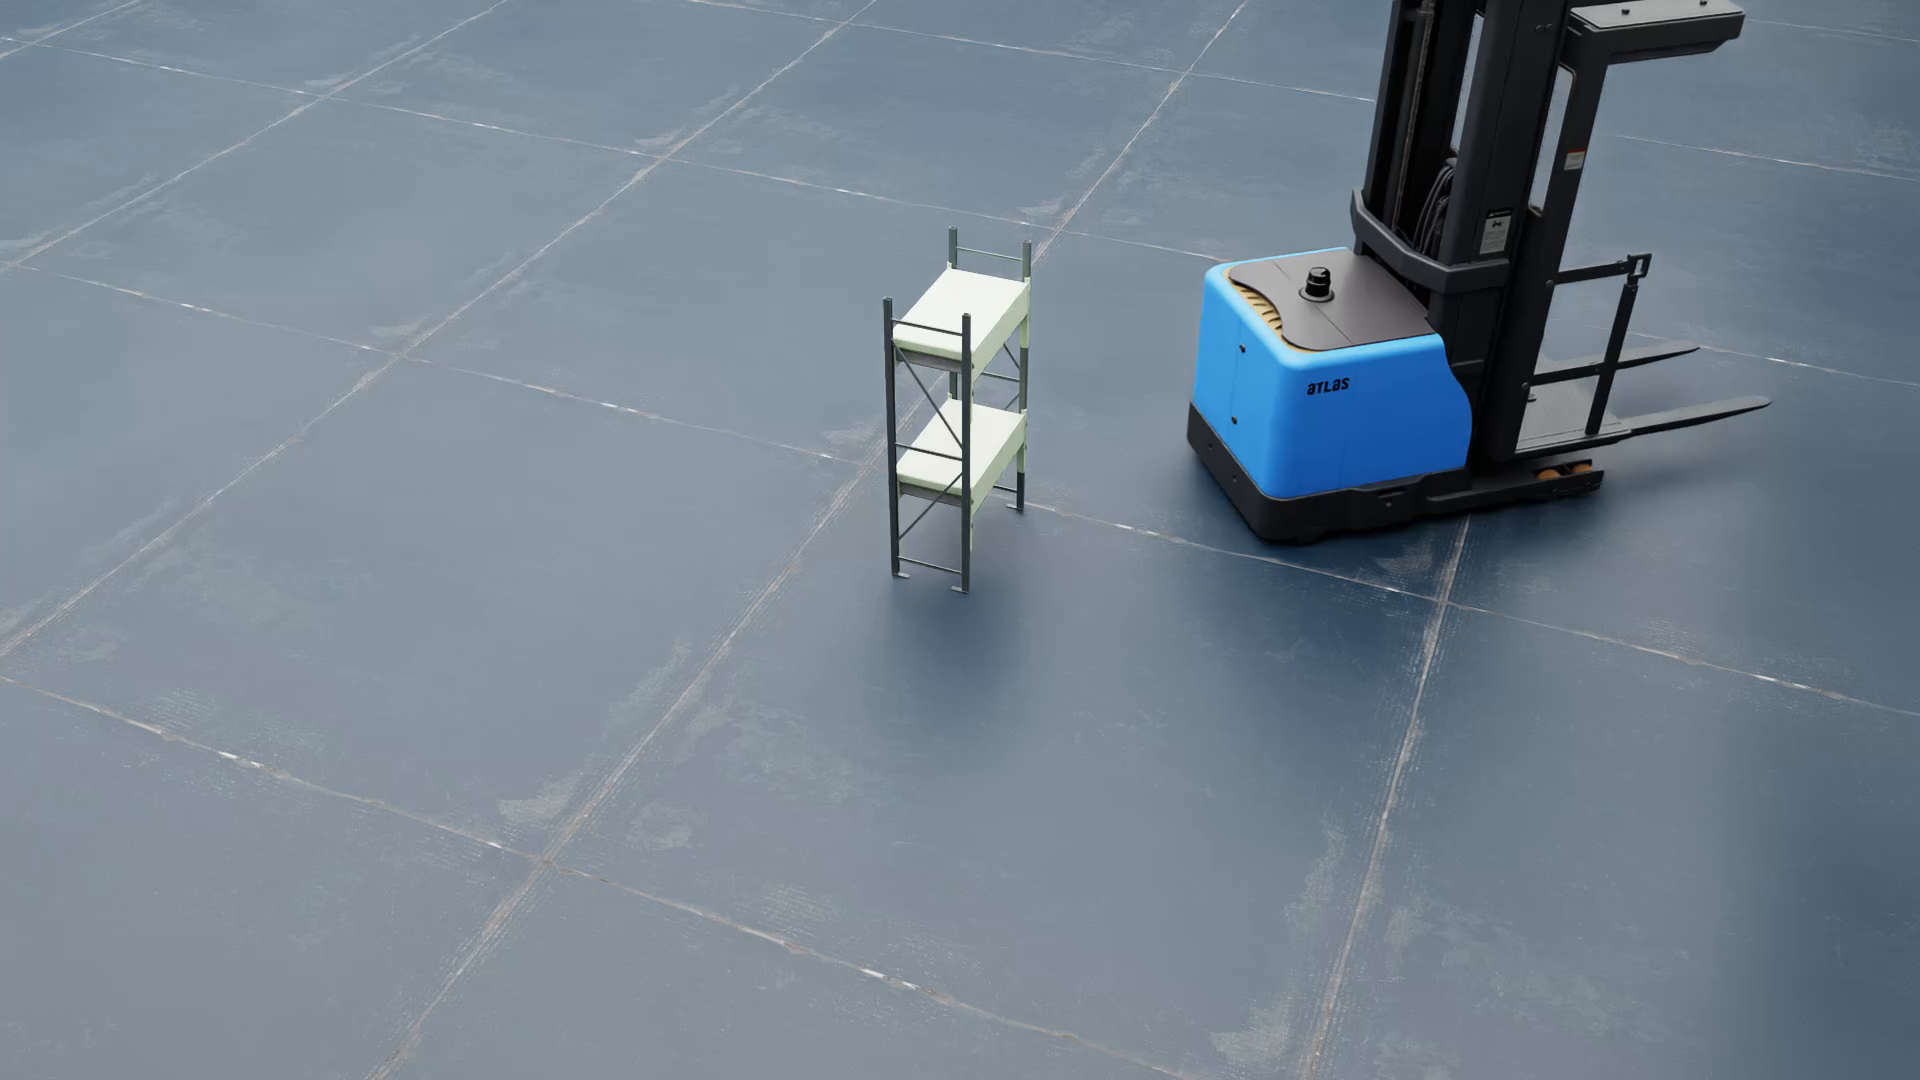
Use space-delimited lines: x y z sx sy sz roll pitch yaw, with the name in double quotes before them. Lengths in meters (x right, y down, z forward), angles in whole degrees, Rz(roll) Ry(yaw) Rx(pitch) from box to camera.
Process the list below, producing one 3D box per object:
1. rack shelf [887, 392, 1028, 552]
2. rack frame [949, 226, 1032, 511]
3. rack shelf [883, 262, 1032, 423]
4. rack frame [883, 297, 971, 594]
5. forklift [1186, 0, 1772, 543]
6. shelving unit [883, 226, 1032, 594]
"rack shelf" -0.003 -0.336 7.991 0.431 0.370 0.720 14 39 18
"rack frame" 0.137 -0.800 8.067 0.400 1.500 0.023 14 39 18
"rack shelf" -0.003 -0.910 7.562 0.431 0.370 0.720 14 39 18
"rack frame" -0.142 -0.394 7.525 0.400 1.500 0.023 14 39 18
"forklift" 2.781 -1.659 8.022 3.031 2.935 1.130 -10 38 -13
"shelving unit" -0.003 -0.597 7.796 0.431 1.500 0.755 14 39 18
